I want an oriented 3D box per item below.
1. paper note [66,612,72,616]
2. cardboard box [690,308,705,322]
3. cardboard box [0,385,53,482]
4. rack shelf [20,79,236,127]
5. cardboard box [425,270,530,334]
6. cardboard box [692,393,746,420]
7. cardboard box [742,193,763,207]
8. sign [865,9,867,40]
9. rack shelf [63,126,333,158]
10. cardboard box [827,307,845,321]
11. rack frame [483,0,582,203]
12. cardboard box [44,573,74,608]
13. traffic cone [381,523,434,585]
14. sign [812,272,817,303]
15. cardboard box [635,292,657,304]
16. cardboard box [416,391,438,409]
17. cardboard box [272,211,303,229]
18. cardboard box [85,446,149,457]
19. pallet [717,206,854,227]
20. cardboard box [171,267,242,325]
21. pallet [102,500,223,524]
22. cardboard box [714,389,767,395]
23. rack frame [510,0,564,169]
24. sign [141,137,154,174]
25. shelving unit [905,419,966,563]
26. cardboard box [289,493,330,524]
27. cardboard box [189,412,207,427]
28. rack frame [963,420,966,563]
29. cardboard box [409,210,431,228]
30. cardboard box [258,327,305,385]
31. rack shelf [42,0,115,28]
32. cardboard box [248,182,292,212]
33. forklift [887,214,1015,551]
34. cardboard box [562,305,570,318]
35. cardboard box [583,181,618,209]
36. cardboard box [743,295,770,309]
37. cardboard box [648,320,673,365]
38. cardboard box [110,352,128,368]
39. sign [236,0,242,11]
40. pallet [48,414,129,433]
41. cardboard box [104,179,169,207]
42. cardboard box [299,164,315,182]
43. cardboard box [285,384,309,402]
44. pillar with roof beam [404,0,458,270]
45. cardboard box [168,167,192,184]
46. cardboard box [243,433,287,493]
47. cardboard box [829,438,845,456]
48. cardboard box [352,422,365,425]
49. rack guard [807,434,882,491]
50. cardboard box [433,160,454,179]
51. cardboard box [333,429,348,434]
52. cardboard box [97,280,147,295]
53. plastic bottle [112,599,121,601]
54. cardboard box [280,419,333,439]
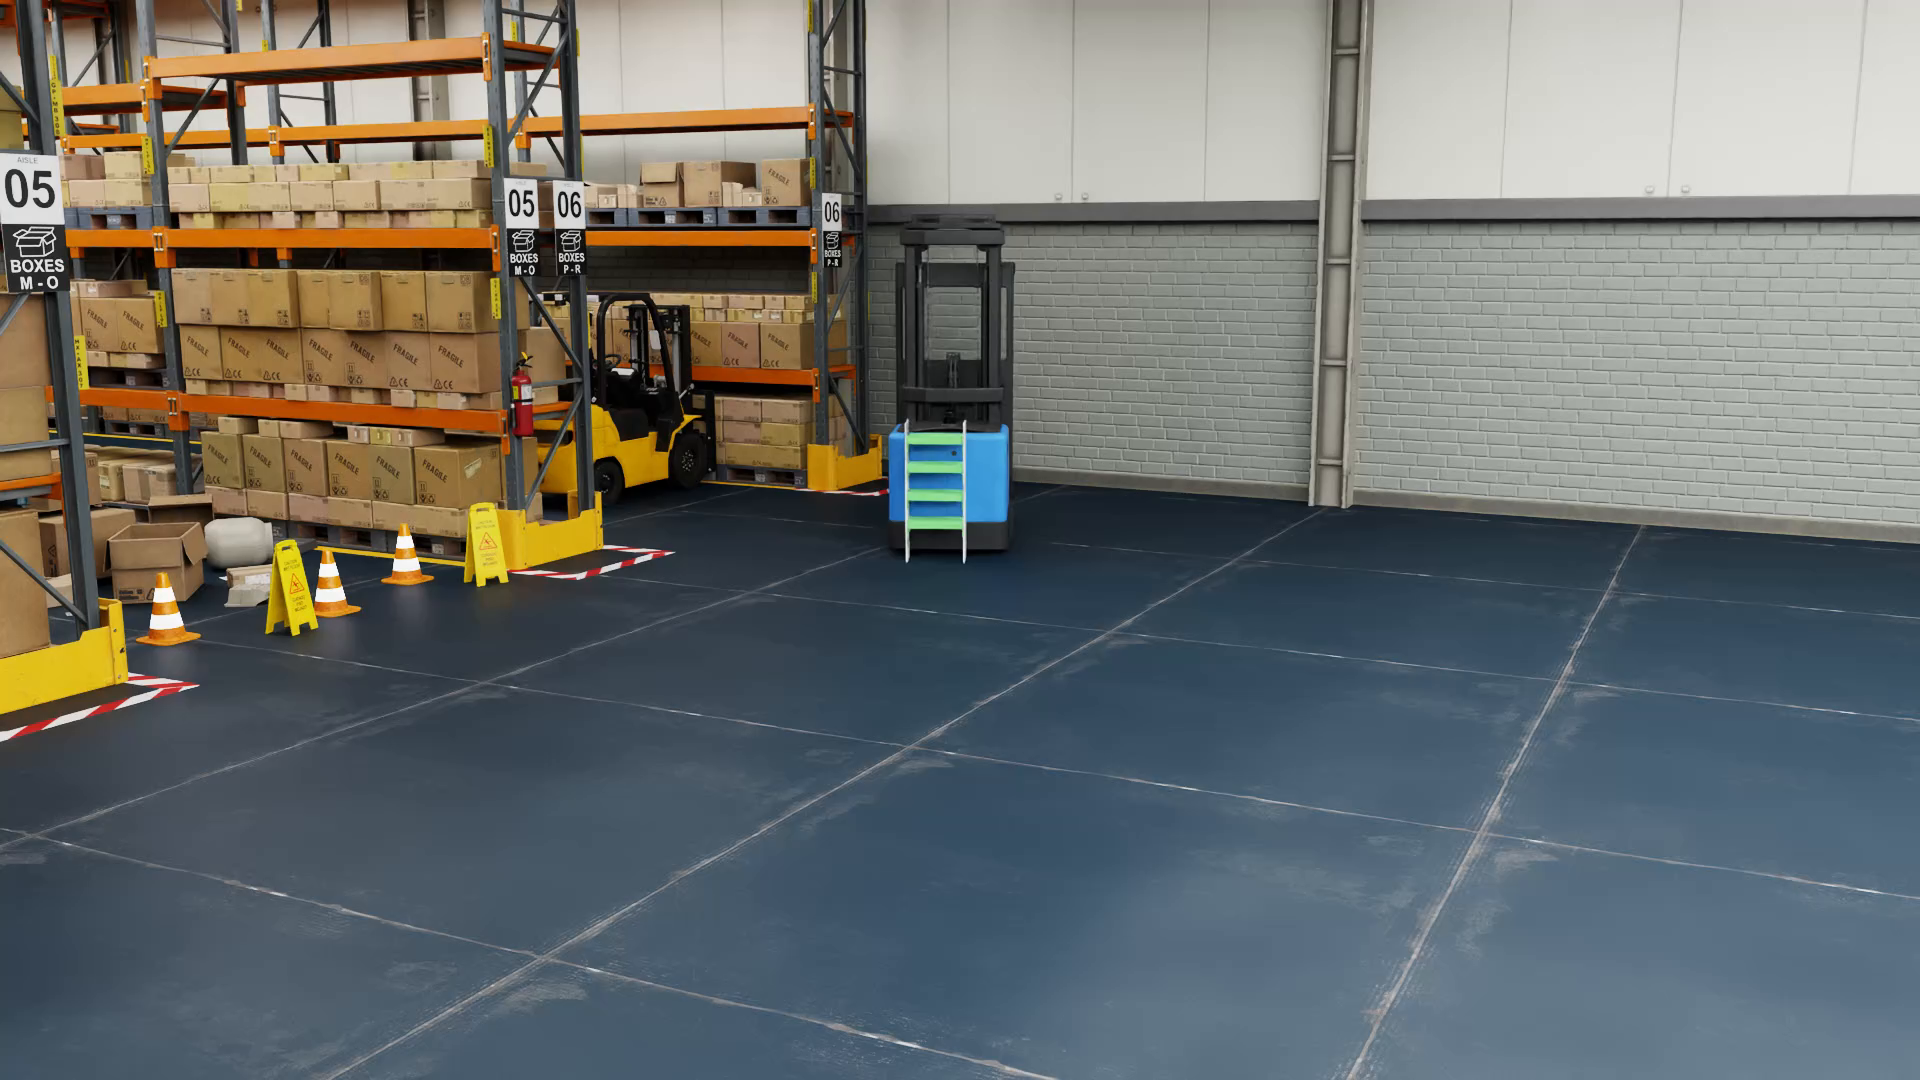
[{"bbox_3d":[-6.538,0.544,12.198,0.032,0.001,0.123,-7,12,-33],"label":"paper note"},{"bbox_3d":[-2.907,-2.563,18.868,0.250,0.149,0.380,5,11,26],"label":"cardboard box"},{"bbox_3d":[-5.956,-0.619,9.809,0.550,0.550,0.875,5,11,26],"label":"cardboard box"},{"bbox_3d":[-8.884,-4.196,16.290,4.000,0.370,1.077,5,11,26],"label":"rack shelf"},{"bbox_3d":[-4.058,-2.015,14.018,0.500,0.500,0.700,5,11,24],"label":"cardboard box"},{"bbox_3d":[-2.779,-1.525,18.966,0.500,0.250,0.500,5,11,27],"label":"cardboard box"},{"bbox_3d":[-2.188,-3.740,18.296,0.250,0.149,0.380,5,11,24],"label":"cardboard box"},{"bbox_3d":[-1.060,-5.693,18.350,0.005,0.325,0.100,5,11,26],"label":"sign"},{"bbox_3d":[-10.279,-5.304,22.414,4.000,0.370,1.077,5,11,26],"label":"rack shelf"},{"bbox_3d":[-1.500,-2.552,18.804,0.250,0.149,0.380,5,11,24],"label":"cardboard box"},{"bbox_3d":[-3.504,-4.274,13.578,0.127,3.000,1.000,5,11,26],"label":"rack frame"},{"bbox_3d":[-6.834,0.348,12.562,0.258,0.266,0.396,7,13,36],"label":"cardboard box"},{"bbox_3d":[-4.460,0.098,13.387,0.334,0.463,0.336,5,11,26],"label":"traffic cone"},{"bbox_3d":[-1.563,-2.716,17.897,0.005,0.325,0.100,5,11,26],"label":"sign"},{"bbox_3d":[-3.553,-2.784,19.251,0.250,0.149,0.380,5,11,26],"label":"cardboard box"},{"bbox_3d":[-4.430,-1.220,14.252,0.250,0.149,0.380,5,11,25],"label":"cardboard box"},{"bbox_3d":[-5.802,-2.810,14.619,0.250,0.149,0.380,5,11,25],"label":"cardboard box"},{"bbox_3d":[-8.833,-0.702,16.888,0.625,0.372,0.950,5,12,28],"label":"cardboard box"},{"bbox_3d":[-1.933,-3.608,18.566,1.213,0.211,1.003,5,11,26],"label":"pallet"},{"bbox_3d":[-6.792,-2.256,15.347,0.500,0.500,0.700,5,11,25],"label":"cardboard box"},{"bbox_3d":[-7.790,-0.326,16.440,1.213,0.211,1.003,5,11,26],"label":"pallet"},{"bbox_3d":[-2.551,-1.609,19.431,0.500,0.250,0.500,5,11,25],"label":"cardboard box"},{"bbox_3d":[-4.898,-5.382,19.702,0.127,3.000,1.000,5,11,26],"label":"rack frame"},{"bbox_3d":[-7.333,-3.473,15.015,0.005,0.325,0.100,5,11,26],"label":"sign"},{"bbox_3d":[-0.205,-0.414,14.146,0.503,1.200,0.258,0,11,3],"label":"shelving unit"},{"bbox_3d":[-5.721,-0.320,15.115,0.500,0.250,0.500,5,11,25],"label":"cardboard box"},{"bbox_3d":[-10.348,-1.841,22.820,0.500,0.500,0.500,5,11,24],"label":"cardboard box"},{"bbox_3d":[0.038,-0.412,14.134,0.015,1.200,0.240,0,11,3],"label":"rack frame"},{"bbox_3d":[-4.408,-2.699,14.002,0.250,0.149,0.380,5,12,28],"label":"cardboard box"},{"bbox_3d":[-5.915,-1.676,14.953,0.500,0.500,0.500,5,11,25],"label":"cardboard box"},{"bbox_3d":[-13.866,-7.452,23.824,4.000,0.370,1.077,5,11,26],"label":"rack shelf"},{"bbox_3d":[-5.907,-3.027,14.695,0.500,0.250,0.500,5,11,26],"label":"cardboard box"},{"bbox_3d":[-0.037,-1.561,15.624,1.130,2.935,3.031,0,10,3],"label":"forklift"},{"bbox_3d":[-4.495,-2.711,19.687,0.250,0.149,0.380,5,12,27],"label":"cardboard box"},{"bbox_3d":[-4.260,-4.014,19.353,0.500,0.311,0.500,5,12,27],"label":"cardboard box"},{"bbox_3d":[-2.207,-2.655,18.541,0.250,0.149,0.380,5,12,27],"label":"cardboard box"},{"bbox_3d":[-3.245,-2.282,19.134,0.500,0.500,0.500,5,11,26],"label":"cardboard box"},{"bbox_3d":[-7.903,-1.740,15.950,0.250,0.149,0.380,5,11,24],"label":"cardboard box"},{"bbox_3d":[-6.834,-5.173,15.700,0.005,0.325,0.100,5,11,26],"label":"sign"},{"bbox_3d":[-12.688,-1.743,24.267,1.213,0.211,1.003,5,11,26],"label":"pallet"},{"bbox_3d":[-7.679,-3.269,15.689,0.500,0.250,0.500,5,11,25],"label":"cardboard box"},{"bbox_3d":[-5.522,-3.196,14.509,0.250,0.149,0.380,5,12,27],"label":"cardboard box"},{"bbox_3d":[-5.807,-1.335,14.891,0.250,0.149,0.380,5,11,26],"label":"cardboard box"},{"bbox_3d":[-8.822,-5.051,17.872,0.400,9.000,9.100,5,11,26],"label":"pillar with roof beam"},{"bbox_3d":[-6.953,-3.305,15.113,0.250,0.149,0.380,5,11,25],"label":"cardboard box"},{"bbox_3d":[-6.196,-0.730,15.277,0.500,0.500,0.500,6,12,28],"label":"cardboard box"},{"bbox_3d":[-1.665,-1.039,19.088,0.500,0.250,0.500,5,11,26],"label":"cardboard box"},{"bbox_3d":[-7.342,-1.682,21.590,0.625,0.625,0.875,5,12,28],"label":"cardboard box"},{"bbox_3d":[-1.289,-0.883,18.707,0.348,0.500,1.175,5,11,26],"label":"rack guard"},{"bbox_3d":[-4.152,-3.073,13.830,0.250,0.149,0.380,5,12,27],"label":"cardboard box"},{"bbox_3d":[-5.527,-0.776,15.533,0.500,0.500,0.500,6,12,29],"label":"cardboard box"},{"bbox_3d":[-8.376,-2.521,16.623,0.250,0.149,0.380,6,12,29],"label":"cardboard box"},{"bbox_3d":[-6.424,0.481,12.403,0.283,0.061,0.133,1,10,6],"label":"plastic bottle"},{"bbox_3d":[-5.891,-1.009,14.998,0.250,0.149,0.380,6,12,29],"label":"cardboard box"}]
